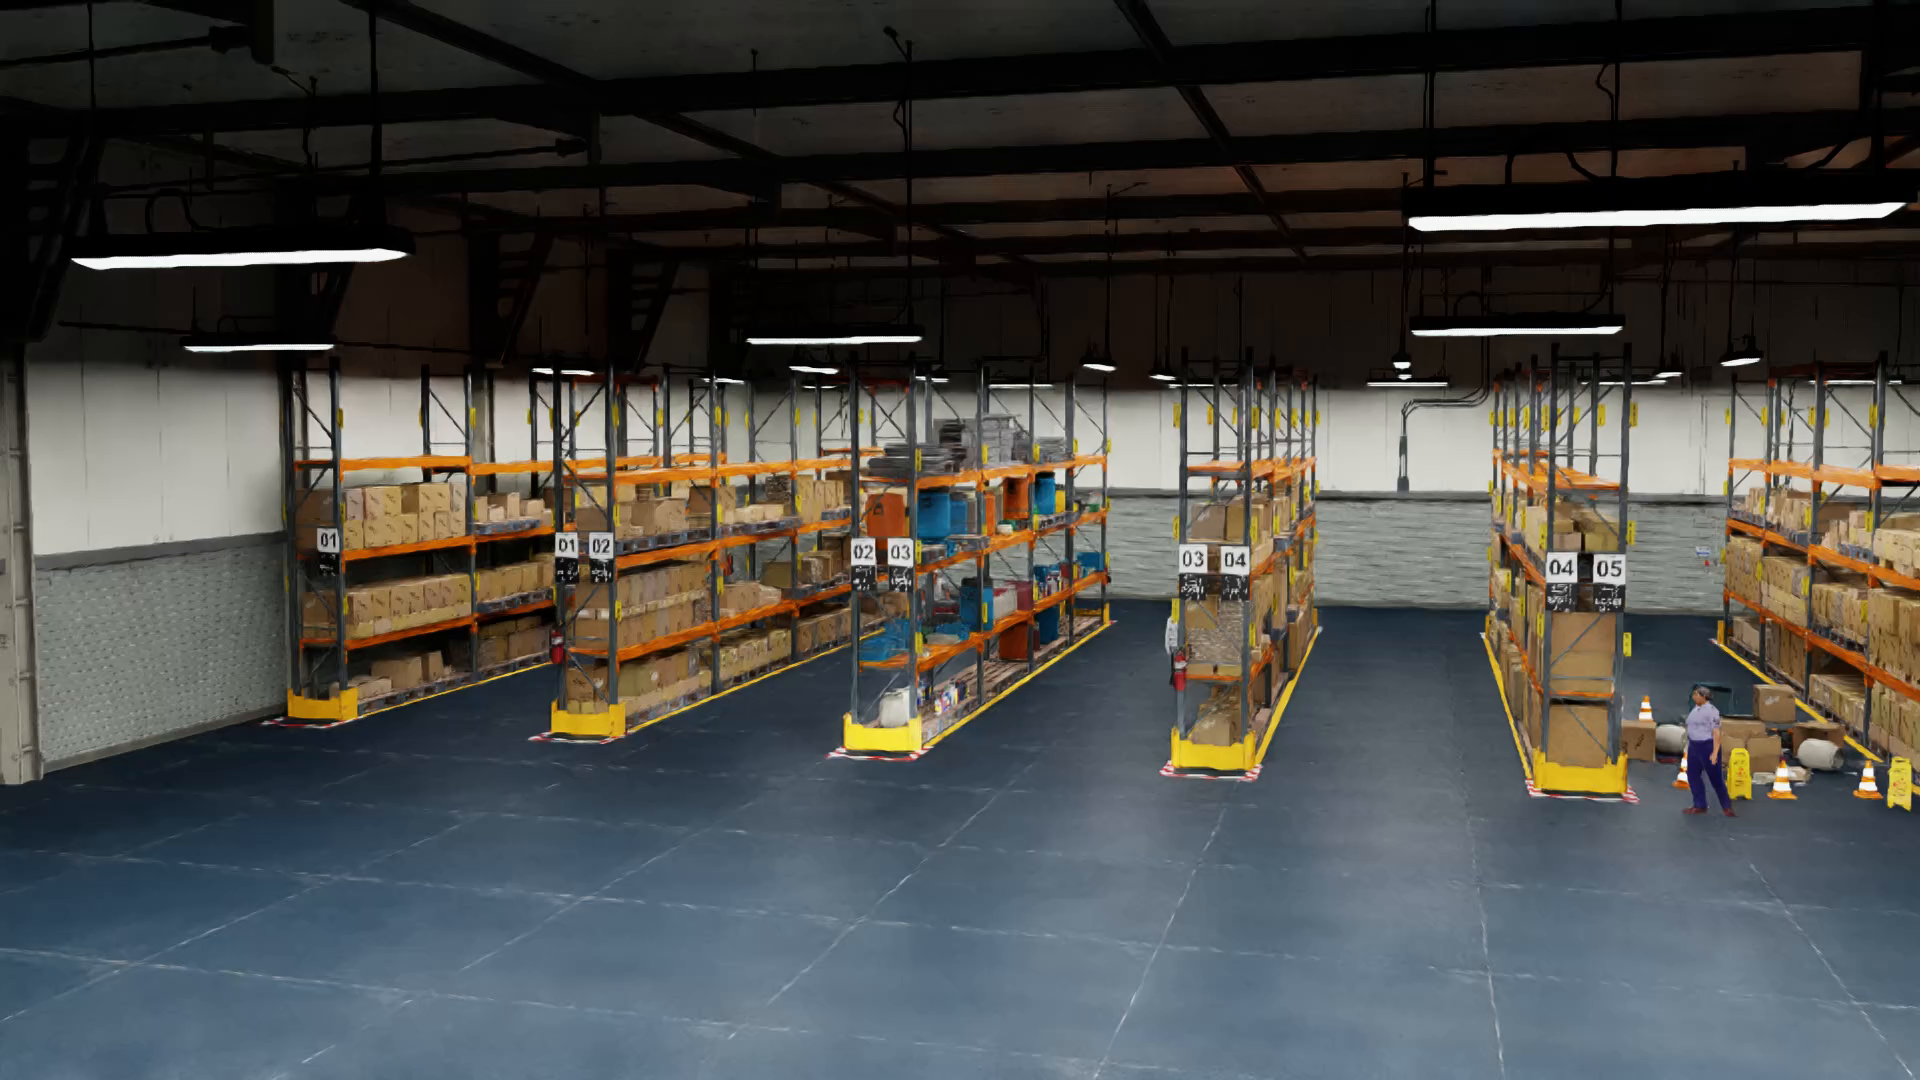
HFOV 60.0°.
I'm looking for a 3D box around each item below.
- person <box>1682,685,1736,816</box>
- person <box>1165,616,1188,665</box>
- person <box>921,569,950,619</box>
[{"bbox_3d":[9.477,2.654,21.001,0.538,1.639,0.597,-1,4,-13],"label":"person"},{"bbox_3d":[4.023,1.935,30.704,0.495,1.589,1.086,1,4,18],"label":"person"},{"bbox_3d":[-0.555,1.443,36.760,0.677,1.742,0.552,1,4,14],"label":"person"}]
